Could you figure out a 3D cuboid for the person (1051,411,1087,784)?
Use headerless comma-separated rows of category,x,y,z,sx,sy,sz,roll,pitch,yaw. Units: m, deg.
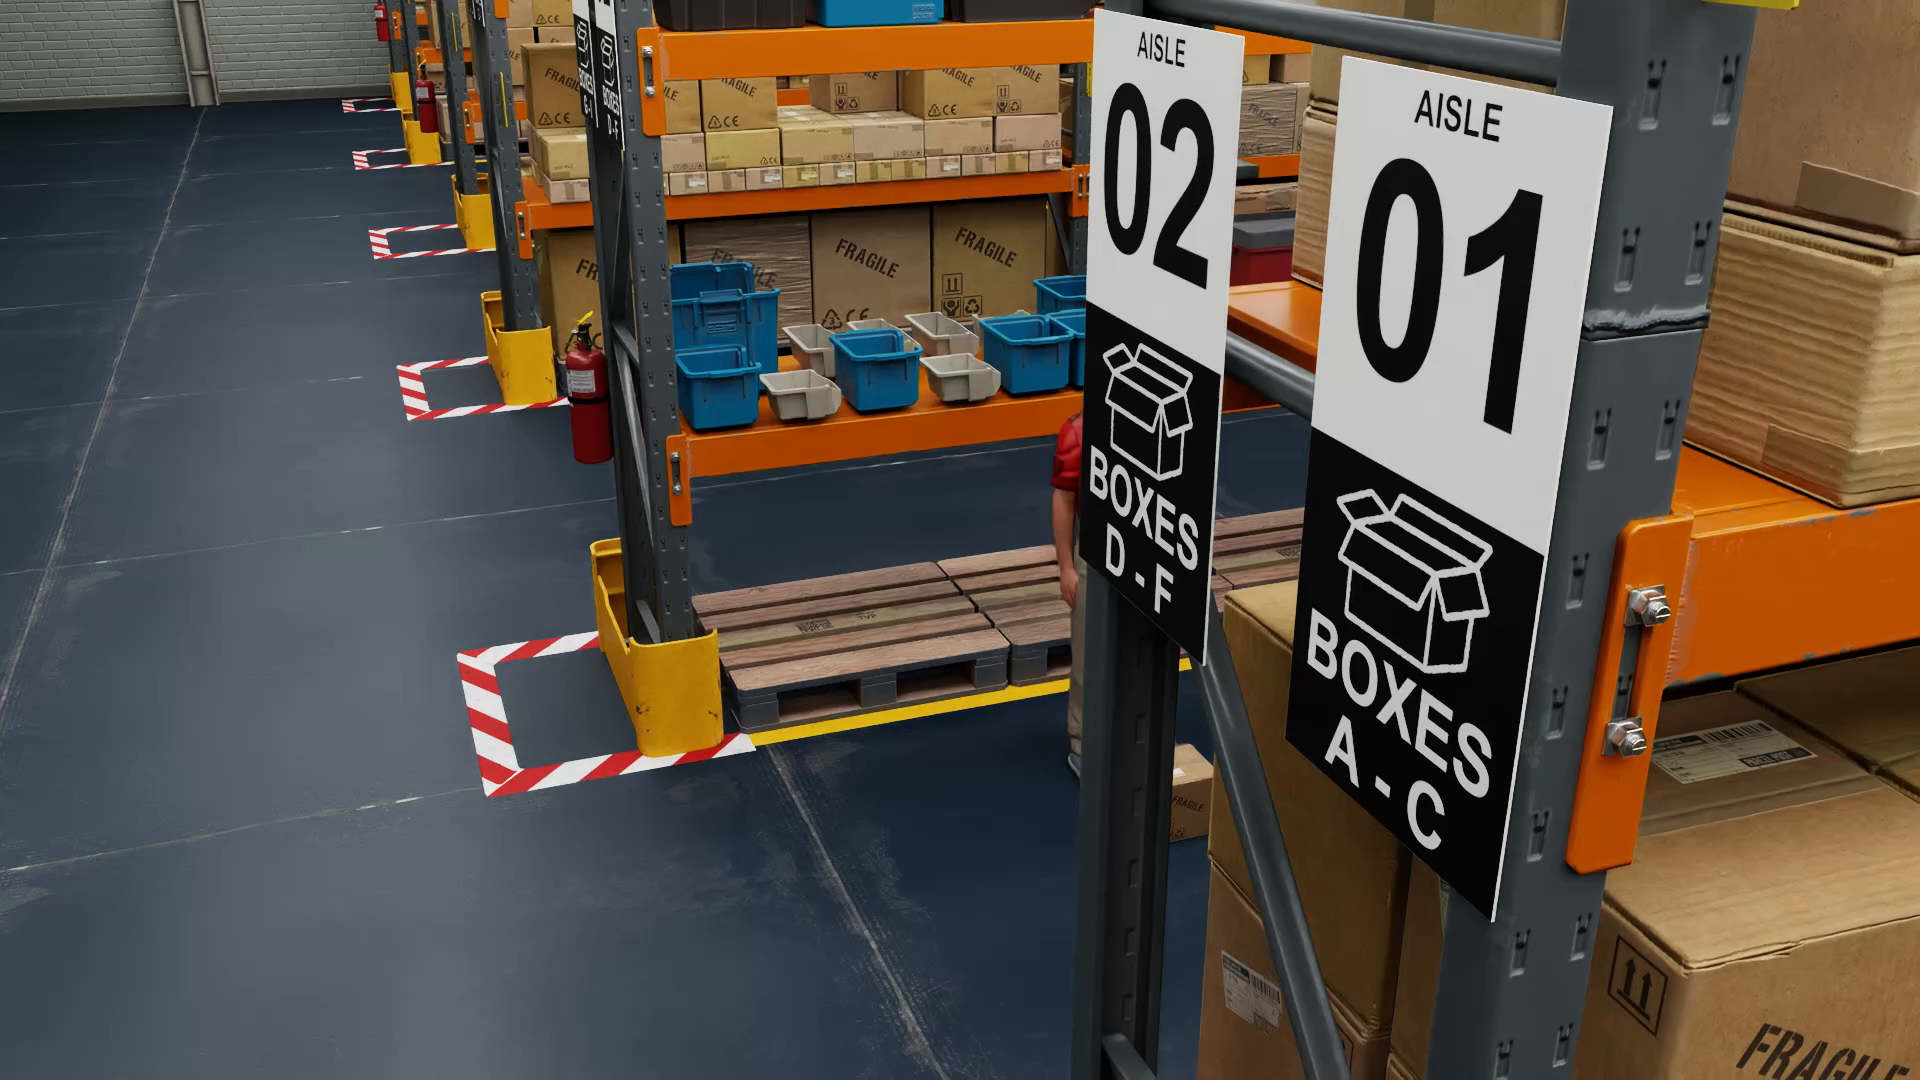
person,0.649,0.115,6.343,0.558,1.740,0.434,-8,24,-19
